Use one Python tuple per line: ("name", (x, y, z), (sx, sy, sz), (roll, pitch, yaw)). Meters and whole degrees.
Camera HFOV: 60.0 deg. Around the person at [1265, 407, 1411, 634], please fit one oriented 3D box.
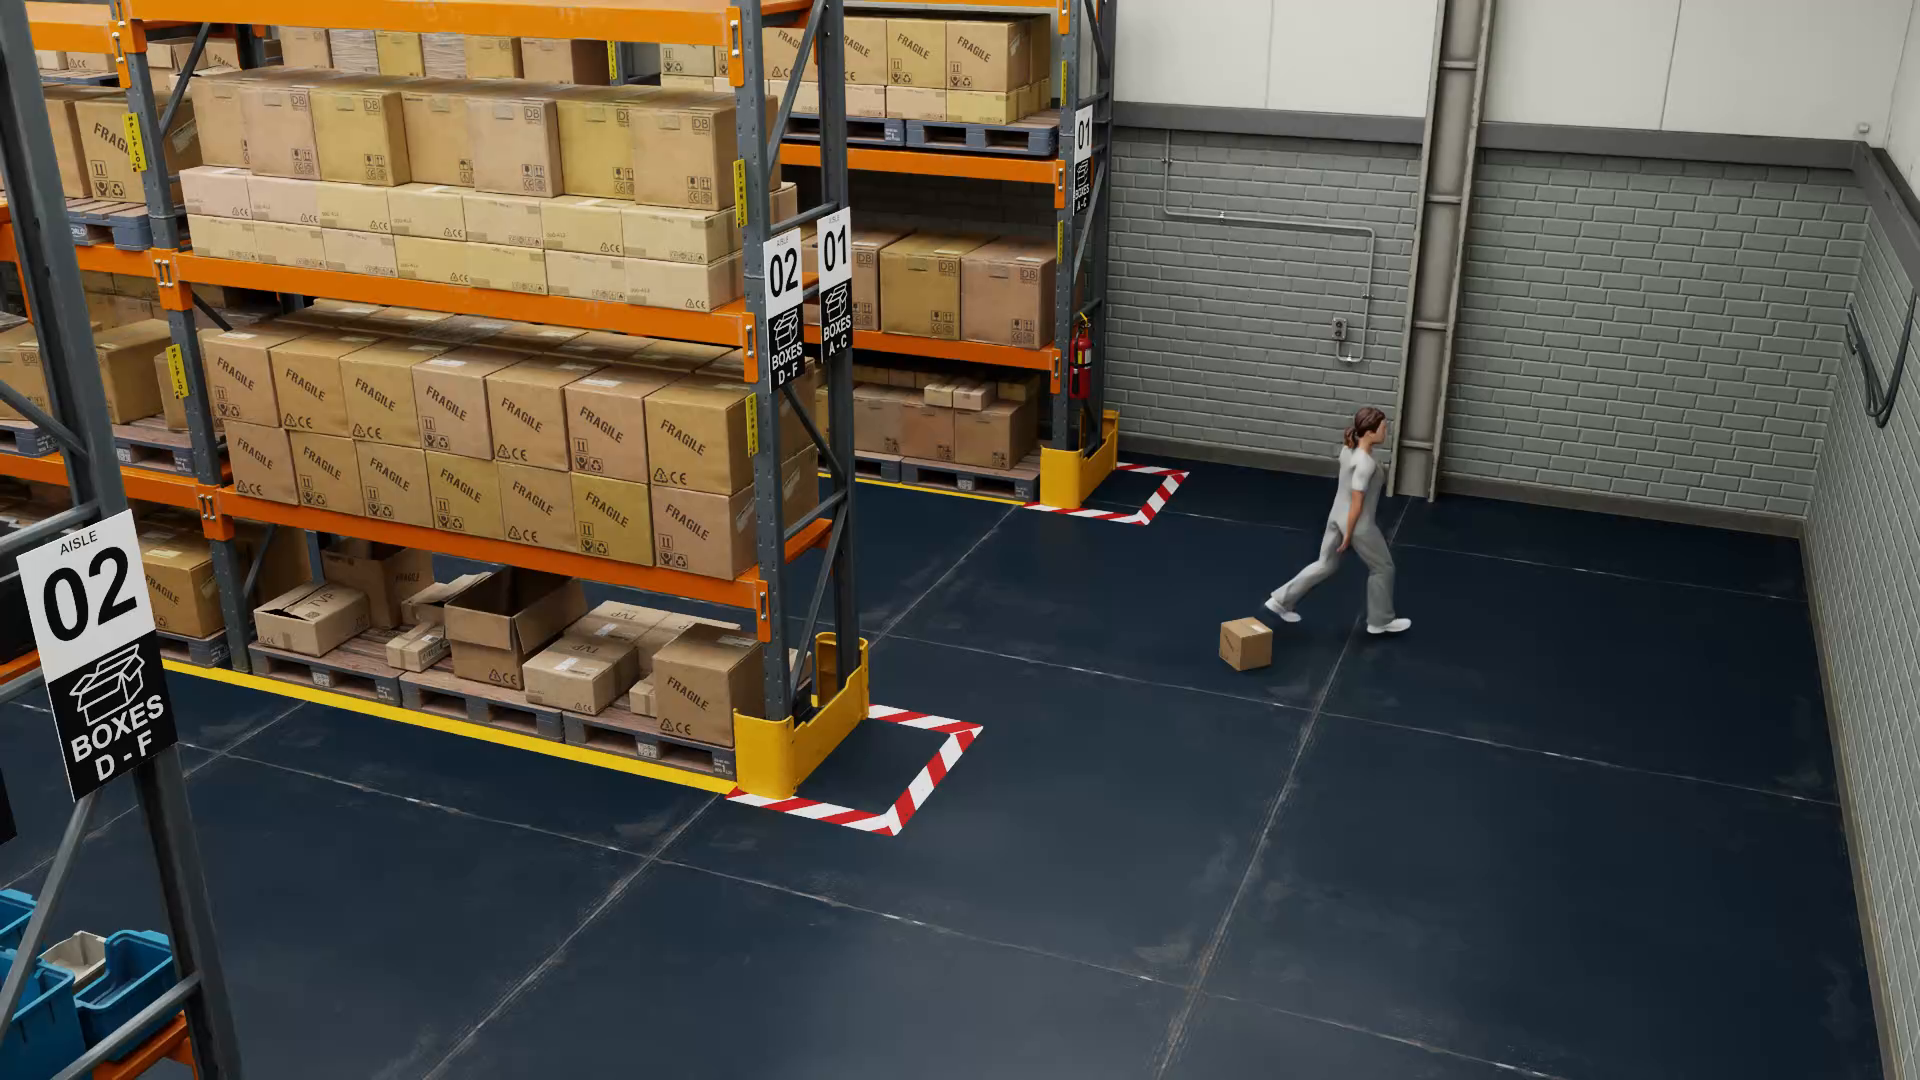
("person", (2.607, -0.118, 11.194), (1.018, 1.623, 0.450), (-4, 23, -10))
